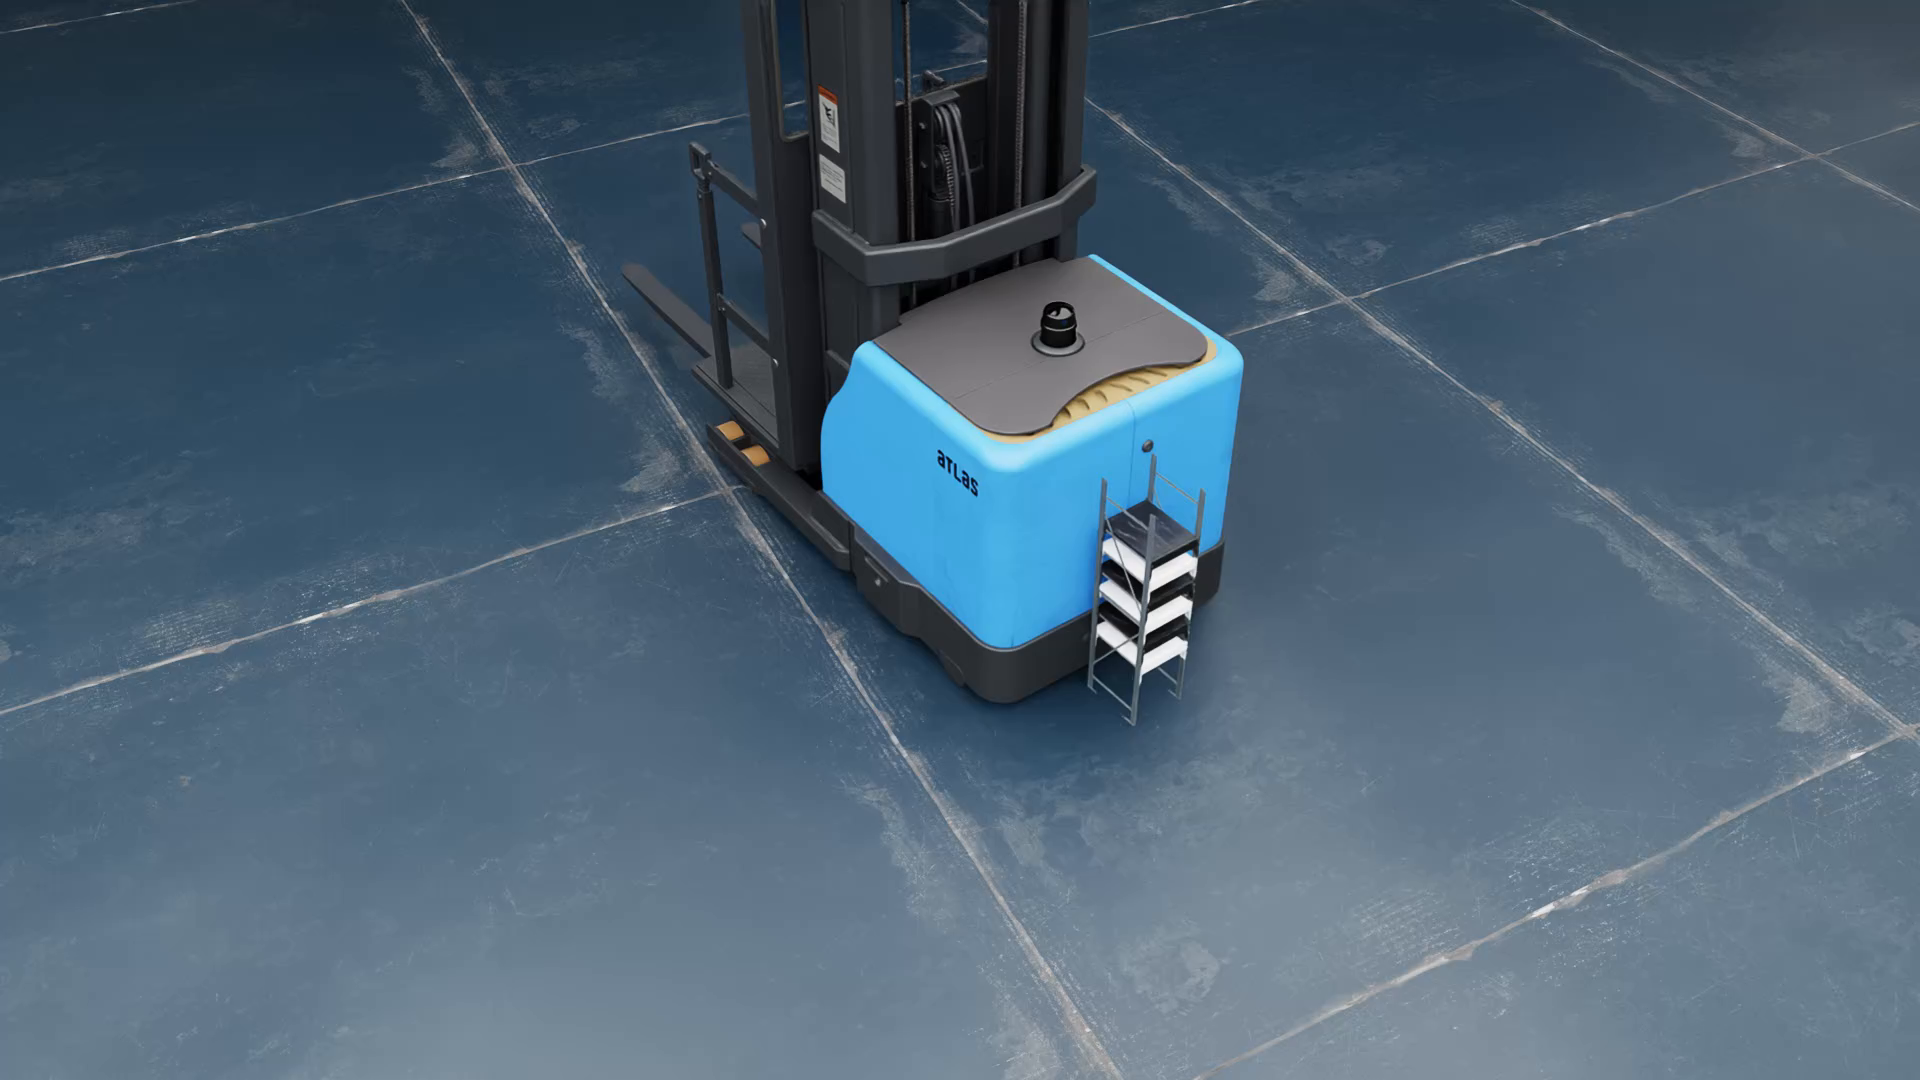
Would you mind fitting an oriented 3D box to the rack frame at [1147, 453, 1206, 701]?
[{"bbox_3d":[0.670,0.136,5.393,0.006,0.900,0.240,-26,47,-27],"label":"rack frame"}]

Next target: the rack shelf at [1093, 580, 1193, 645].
[{"bbox_3d":[0.589,0.201,5.368,0.200,0.077,0.258,-26,47,-27],"label":"rack shelf"}]

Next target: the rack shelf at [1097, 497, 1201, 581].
[{"bbox_3d":[0.589,-0.005,5.194,0.200,0.077,0.258,-26,47,-27],"label":"rack shelf"}]

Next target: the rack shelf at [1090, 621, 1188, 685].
[{"bbox_3d":[0.589,0.338,5.484,0.200,0.077,0.258,-26,47,-27],"label":"rack shelf"}]

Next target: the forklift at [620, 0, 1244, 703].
[{"bbox_3d":[-0.343,-1.487,5.739,1.130,2.935,3.031,-25,46,-27],"label":"forklift"}]

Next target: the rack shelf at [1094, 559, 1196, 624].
[{"bbox_3d":[0.589,0.132,5.310,0.200,0.077,0.258,-26,47,-27],"label":"rack shelf"}]

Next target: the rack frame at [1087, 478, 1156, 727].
[{"bbox_3d":[0.508,0.215,5.300,0.006,0.900,0.240,-26,47,-27],"label":"rack frame"}]

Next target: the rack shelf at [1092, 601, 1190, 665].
[{"bbox_3d":[0.589,0.269,5.426,0.200,0.077,0.258,-26,47,-27],"label":"rack shelf"}]

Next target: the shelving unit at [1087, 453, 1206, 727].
[{"bbox_3d":[0.589,0.175,5.347,0.210,0.900,0.258,-26,47,-27],"label":"shelving unit"}]

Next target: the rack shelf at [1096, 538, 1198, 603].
[{"bbox_3d":[0.589,0.063,5.252,0.200,0.077,0.258,-26,47,-27],"label":"rack shelf"}]
